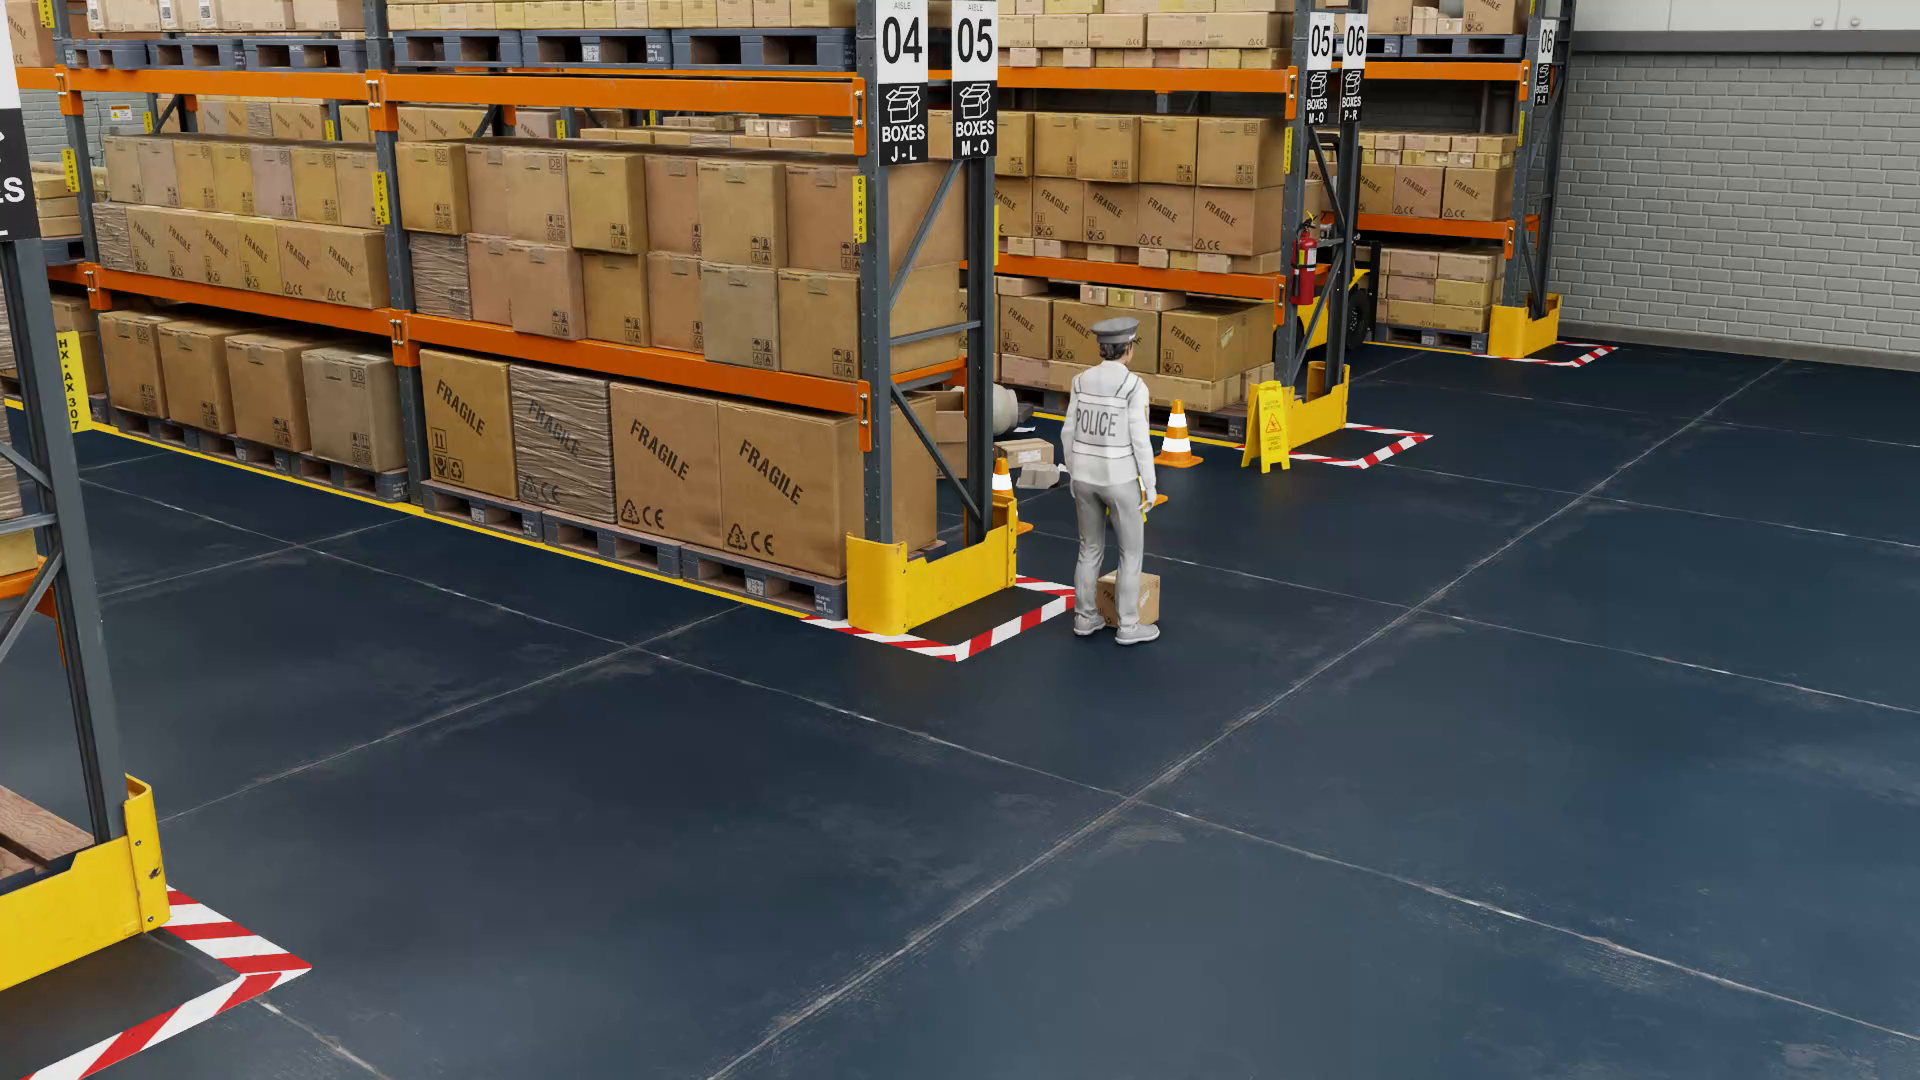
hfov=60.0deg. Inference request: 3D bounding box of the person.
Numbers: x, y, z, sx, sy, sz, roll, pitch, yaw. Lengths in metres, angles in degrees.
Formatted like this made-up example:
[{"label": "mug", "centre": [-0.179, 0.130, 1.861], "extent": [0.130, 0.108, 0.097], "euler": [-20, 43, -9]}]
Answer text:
[{"label": "person", "centre": [0.767, -0.297, 8.526], "extent": [0.526, 1.663, 0.376], "euler": [12, 20, 35]}]
